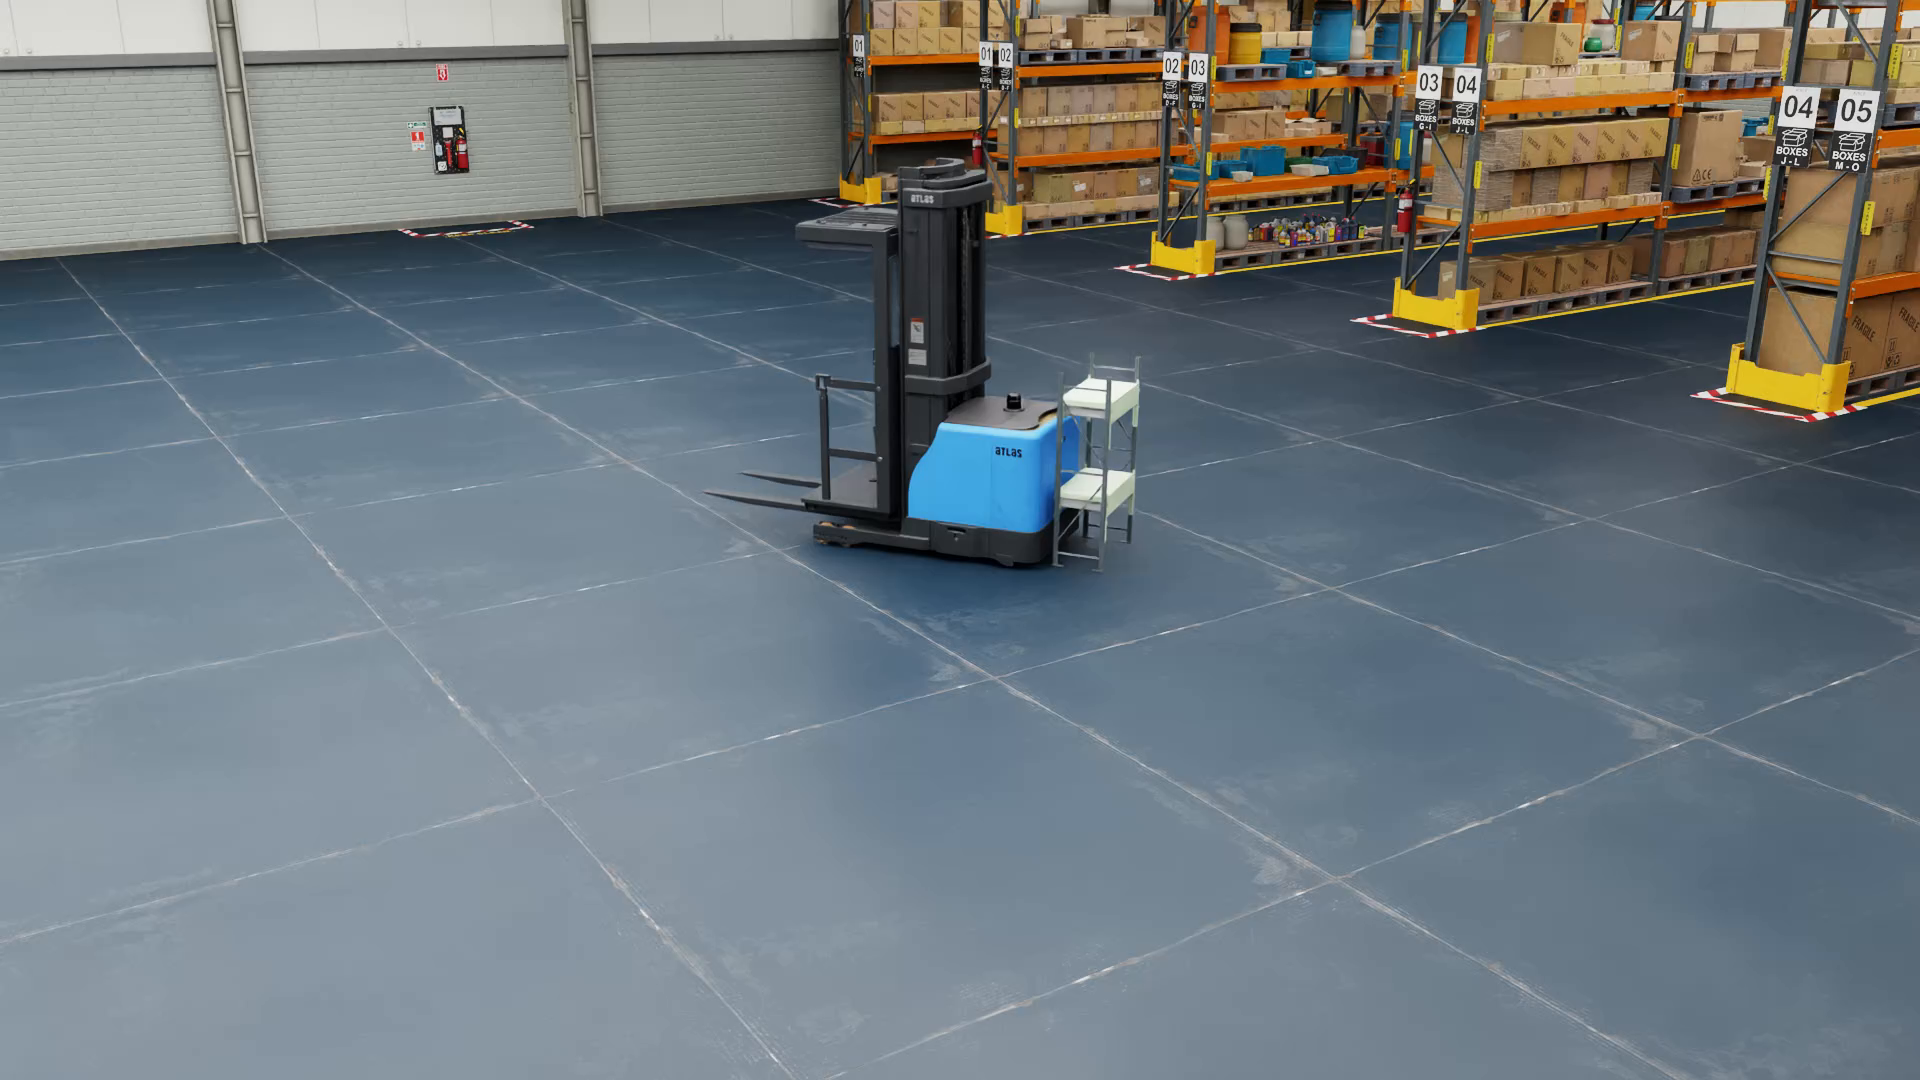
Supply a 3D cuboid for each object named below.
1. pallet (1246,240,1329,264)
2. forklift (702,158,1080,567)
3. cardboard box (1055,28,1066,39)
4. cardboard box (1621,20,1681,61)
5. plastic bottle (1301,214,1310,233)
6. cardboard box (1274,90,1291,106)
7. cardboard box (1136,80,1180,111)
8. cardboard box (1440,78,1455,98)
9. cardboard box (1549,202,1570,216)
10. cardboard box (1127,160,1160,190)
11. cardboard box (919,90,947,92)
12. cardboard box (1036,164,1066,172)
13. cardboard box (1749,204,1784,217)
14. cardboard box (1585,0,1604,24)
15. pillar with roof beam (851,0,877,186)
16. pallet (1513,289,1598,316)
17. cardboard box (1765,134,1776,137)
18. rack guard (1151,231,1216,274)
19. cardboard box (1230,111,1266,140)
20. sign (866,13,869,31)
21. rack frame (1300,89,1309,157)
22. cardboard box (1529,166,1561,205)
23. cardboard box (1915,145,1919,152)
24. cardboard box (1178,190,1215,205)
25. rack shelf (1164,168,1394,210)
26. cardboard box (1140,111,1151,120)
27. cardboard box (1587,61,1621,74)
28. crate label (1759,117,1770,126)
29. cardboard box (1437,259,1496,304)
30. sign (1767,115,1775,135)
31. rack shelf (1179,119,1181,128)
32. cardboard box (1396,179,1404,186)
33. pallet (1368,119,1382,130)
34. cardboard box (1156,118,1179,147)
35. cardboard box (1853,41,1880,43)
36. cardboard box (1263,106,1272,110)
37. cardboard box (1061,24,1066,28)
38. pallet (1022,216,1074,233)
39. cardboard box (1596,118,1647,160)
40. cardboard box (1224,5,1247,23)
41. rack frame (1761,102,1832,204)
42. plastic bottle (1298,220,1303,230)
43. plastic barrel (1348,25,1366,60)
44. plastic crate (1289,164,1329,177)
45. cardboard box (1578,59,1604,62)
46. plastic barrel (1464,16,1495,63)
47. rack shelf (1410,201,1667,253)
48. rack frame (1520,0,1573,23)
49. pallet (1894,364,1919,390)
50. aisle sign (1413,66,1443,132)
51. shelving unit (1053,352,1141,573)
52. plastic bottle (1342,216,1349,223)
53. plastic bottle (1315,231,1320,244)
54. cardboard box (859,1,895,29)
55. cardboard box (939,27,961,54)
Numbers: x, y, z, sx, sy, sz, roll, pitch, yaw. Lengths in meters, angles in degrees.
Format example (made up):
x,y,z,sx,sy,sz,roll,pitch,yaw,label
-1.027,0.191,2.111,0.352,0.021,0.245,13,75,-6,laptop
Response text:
x,y,z,sx,sy,sz,roll,pitch,yaw,label
5.120,-4.642,26.647,1.213,0.211,1.003,-12,22,-31,pallet
-0.610,-1.481,13.049,3.031,2.935,1.130,8,20,22,forklift
1.944,-8.923,29.537,0.500,0.311,0.500,-9,21,-25,cardboard box
9.213,-6.661,22.178,0.500,0.500,0.500,-13,22,-33,cardboard box
5.664,-5.176,27.320,0.185,0.351,0.144,-13,23,-34,plastic bottle
7.289,-10.302,38.383,0.500,0.500,0.500,-12,22,-31,cardboard box
3.636,-8.195,30.618,0.500,0.500,0.700,-12,22,-31,cardboard box
6.371,-5.760,21.150,0.500,0.250,0.500,-11,22,-30,cardboard box
7.783,-4.363,21.859,0.250,0.149,0.380,-12,22,-31,cardboard box
3.444,-6.866,31.337,0.500,0.500,0.500,-12,22,-31,cardboard box
-0.513,-8.933,34.016,0.500,0.500,0.500,-12,22,-31,cardboard box
1.881,-8.095,35.722,0.500,0.500,0.700,-11,22,-30,cardboard box
12.246,-4.920,25.160,0.500,0.250,0.500,-11,22,-29,cardboard box
13.605,-11.573,36.393,0.500,0.500,0.700,-12,22,-31,cardboard box
0.411,-10.277,29.594,0.400,9.000,9.100,-12,22,-31,pillar with roof beam
7.887,-3.297,22.668,1.213,0.211,1.003,-12,22,-31,pallet
12.360,-5.807,24.926,0.500,0.500,0.500,-15,24,-38,cardboard box
3.421,-4.424,25.550,0.348,0.500,1.175,-12,22,-31,rack guard
5.512,-7.972,31.985,0.500,0.500,0.500,-12,22,-31,cardboard box
-1.767,-9.922,31.862,0.005,0.325,0.100,-12,22,-31,sign
7.957,-10.346,39.164,0.127,3.000,1.000,-12,22,-31,rack frame
7.375,-4.732,21.937,0.500,0.500,0.875,-12,22,-31,cardboard box
15.040,-6.084,26.401,0.500,0.500,0.500,-12,22,-32,cardboard box
4.476,-6.514,31.465,0.500,0.250,0.500,-13,22,-33,cardboard box
5.054,-5.594,26.230,4.000,0.370,1.077,-12,22,-31,rack shelf
3.250,-7.726,30.244,0.250,0.149,0.380,-12,22,-32,cardboard box
8.428,-6.195,21.814,0.250,0.149,0.380,-11,22,-29,cardboard box
16.359,-8.394,33.558,0.303,0.233,0.416,-12,22,-31,crate label
6.638,-3.378,21.800,0.500,0.500,0.500,-8,20,-21,cardboard box
12.481,-6.363,25.575,0.005,0.325,0.100,-12,22,-31,sign
2.946,-8.948,36.153,4.000,0.370,1.077,-12,22,-31,rack shelf
8.737,-7.526,34.038,0.500,0.500,0.500,-12,22,-32,cardboard box
8.965,-8.570,34.210,1.213,0.211,1.003,-12,22,-31,pallet
3.636,-7.580,30.826,0.500,0.500,0.700,-13,22,-33,cardboard box
9.485,-5.124,17.369,0.250,0.149,0.380,-11,22,-30,cardboard box
6.962,-9.929,38.292,0.250,0.149,0.380,-12,22,-31,cardboard box
2.290,-10.698,35.005,0.500,0.311,0.500,-11,22,-30,cardboard box
1.278,-5.733,29.872,1.213,0.211,1.003,-12,22,-31,pallet
8.807,-5.383,22.301,0.500,0.500,0.500,-12,22,-31,cardboard box
5.003,-9.721,31.040,0.500,0.500,0.500,-10,21,-26,cardboard box
12.789,-5.667,25.323,0.127,3.000,1.000,-12,22,-31,rack frame
5.562,-5.102,27.227,0.097,0.271,0.097,0,19,0,plastic bottle
6.257,-7.936,26.523,0.421,0.512,0.421,0,19,0,plastic barrel
5.507,-5.808,26.153,0.437,0.136,0.530,-12,22,-31,plastic crate
8.403,-6.364,22.313,0.250,0.149,0.380,-11,22,-30,cardboard box
8.713,-8.414,28.095,0.708,0.830,0.600,-12,22,-31,plastic barrel
7.778,-4.269,22.312,4.000,0.370,1.077,-12,22,-31,rack shelf
10.065,-9.833,28.281,0.127,3.000,1.000,-12,22,-31,rack frame
10.394,-1.967,18.734,1.213,0.211,1.003,-12,22,-31,pallet
5.891,-5.558,20.943,0.004,0.787,0.394,-12,22,-31,aisle sign
1.042,-0.603,12.676,0.431,1.500,0.755,8,20,21,shelving unit
6.266,-5.088,27.062,0.185,0.351,0.144,-12,22,-31,plastic bottle
5.693,-4.833,26.538,0.097,0.201,0.097,0,19,0,plastic bottle
-1.610,-10.187,32.260,0.500,0.500,0.500,-14,23,-35,cardboard box
-0.313,-9.980,33.210,0.500,0.500,0.500,-10,21,-28,cardboard box
